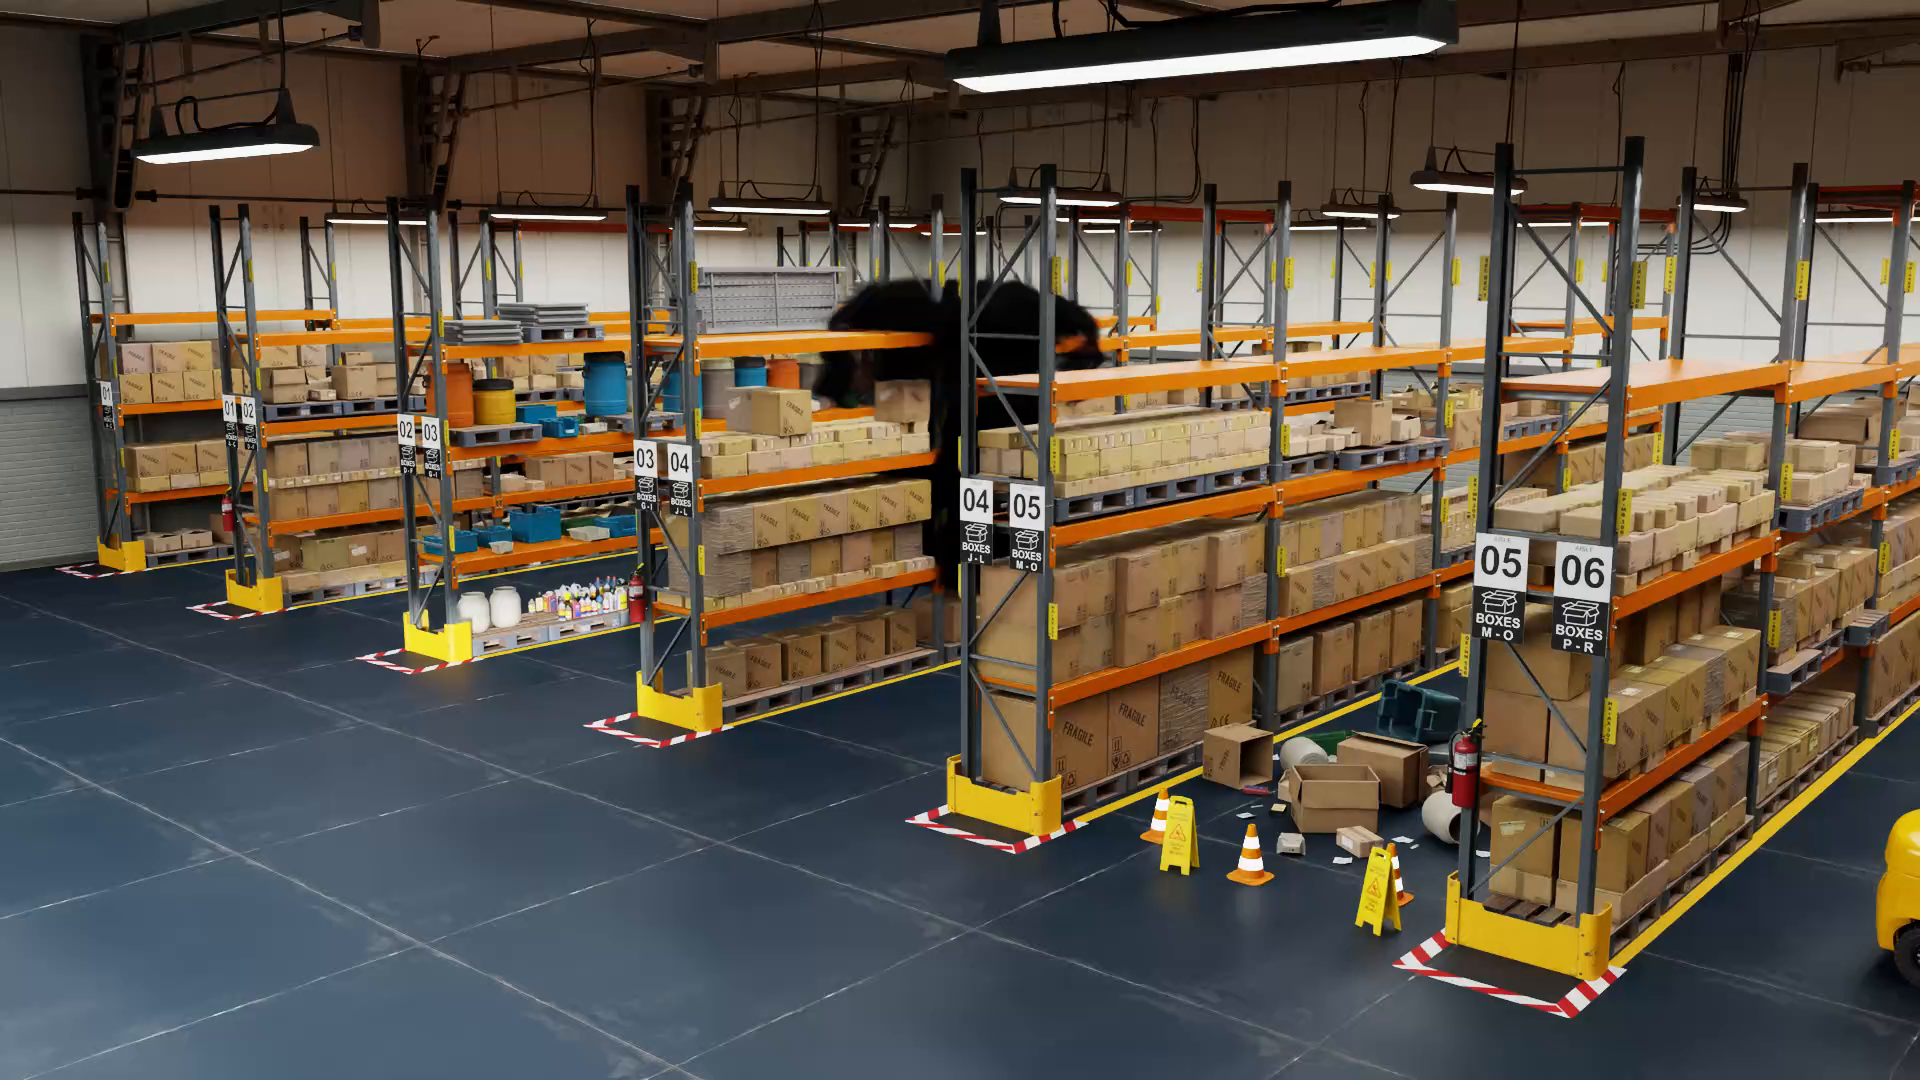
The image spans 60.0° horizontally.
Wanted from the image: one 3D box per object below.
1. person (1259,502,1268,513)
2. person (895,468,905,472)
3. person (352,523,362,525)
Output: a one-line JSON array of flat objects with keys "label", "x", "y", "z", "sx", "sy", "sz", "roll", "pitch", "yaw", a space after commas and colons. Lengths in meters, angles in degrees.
[{"label": "person", "x": 4.771, "y": 0.189, "z": 25.556, "sx": 0.767, "sy": 1.605, "sz": 0.525, "roll": -9, "pitch": 13, "yaw": -43}, {"label": "person", "x": -0.988, "y": -0.929, "z": 31.617, "sx": 0.679, "sy": 1.750, "sz": 0.911, "roll": 8, "pitch": 12, "yaw": 38}, {"label": "person", "x": -10.250, "y": -0.407, "z": 28.273, "sx": 0.644, "sy": 1.835, "sz": 0.816, "roll": 6, "pitch": 11, "yaw": 33}]
